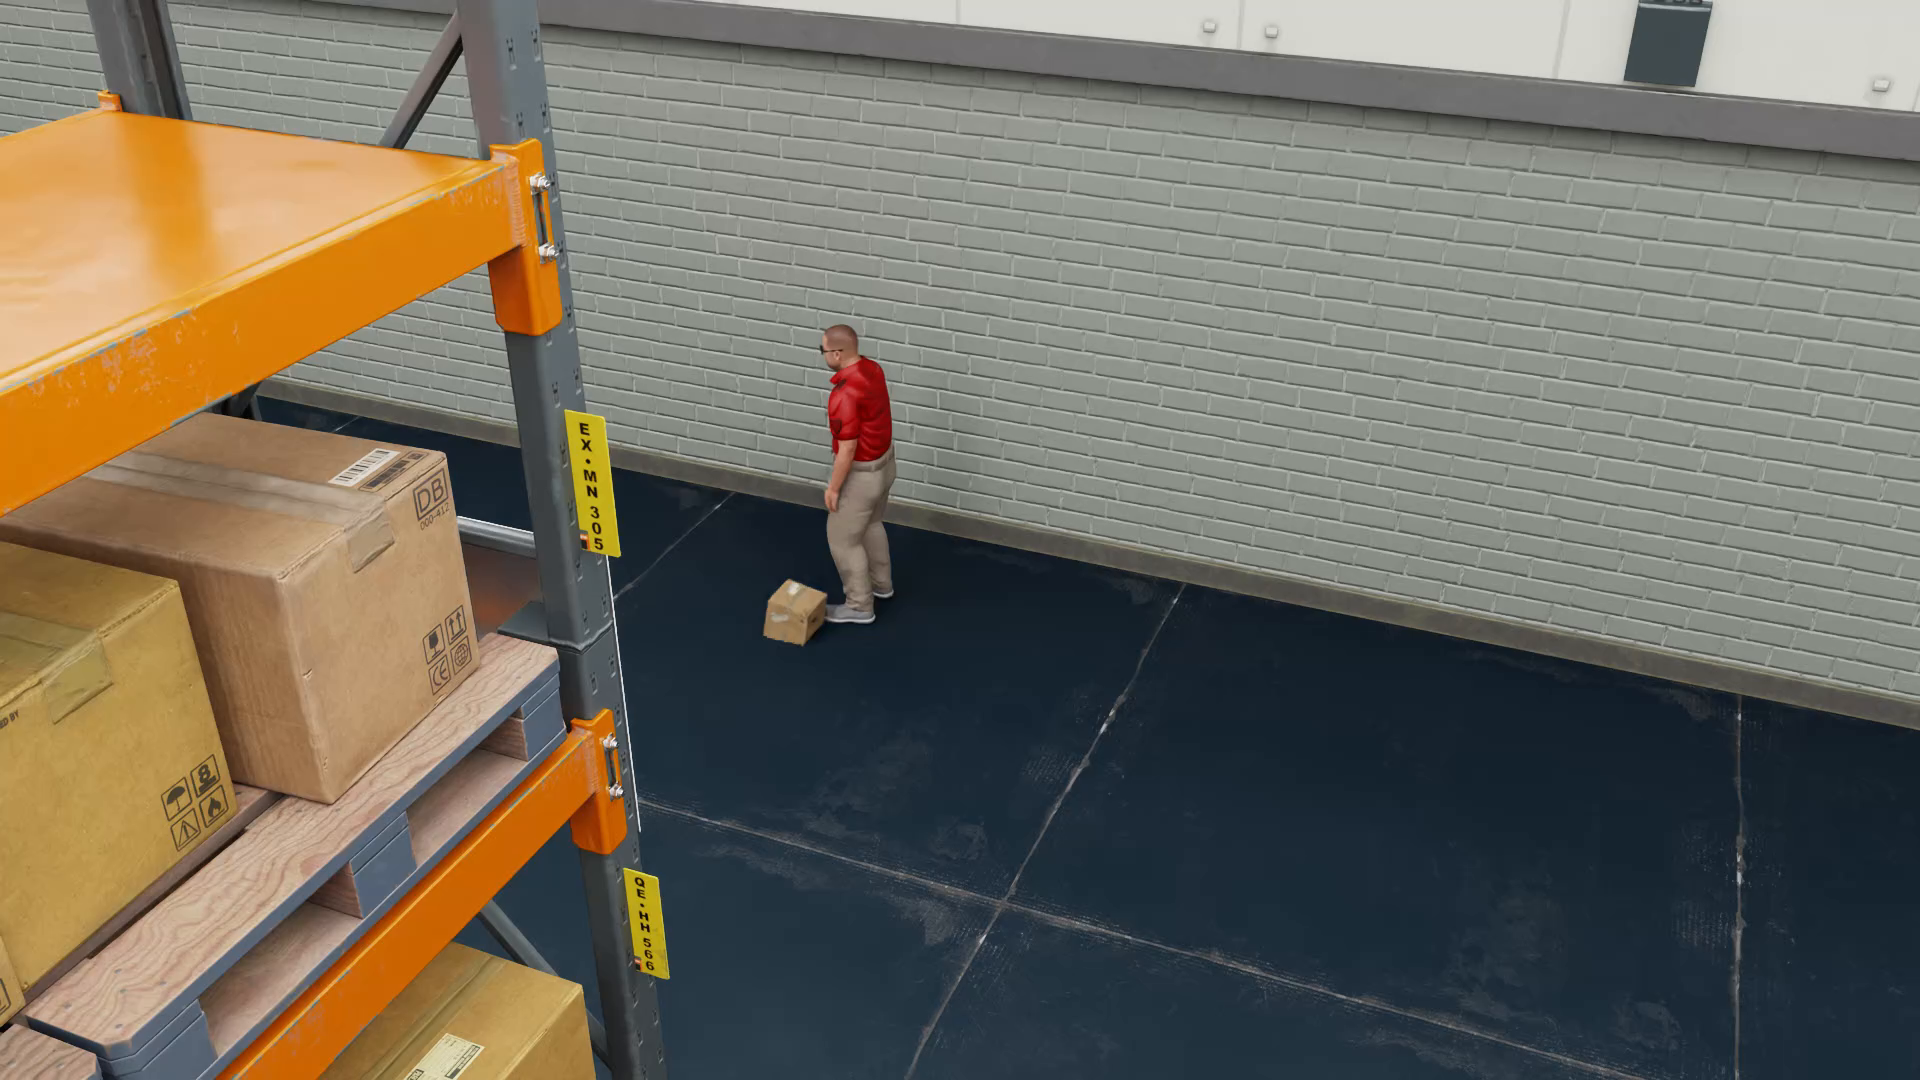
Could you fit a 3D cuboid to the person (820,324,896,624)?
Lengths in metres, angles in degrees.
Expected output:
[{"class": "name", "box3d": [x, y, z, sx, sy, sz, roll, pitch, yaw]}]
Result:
[{"class": "person", "box3d": [-0.566, -0.363, 9.056, 0.390, 1.727, 0.576, 10, 31, 17]}]
